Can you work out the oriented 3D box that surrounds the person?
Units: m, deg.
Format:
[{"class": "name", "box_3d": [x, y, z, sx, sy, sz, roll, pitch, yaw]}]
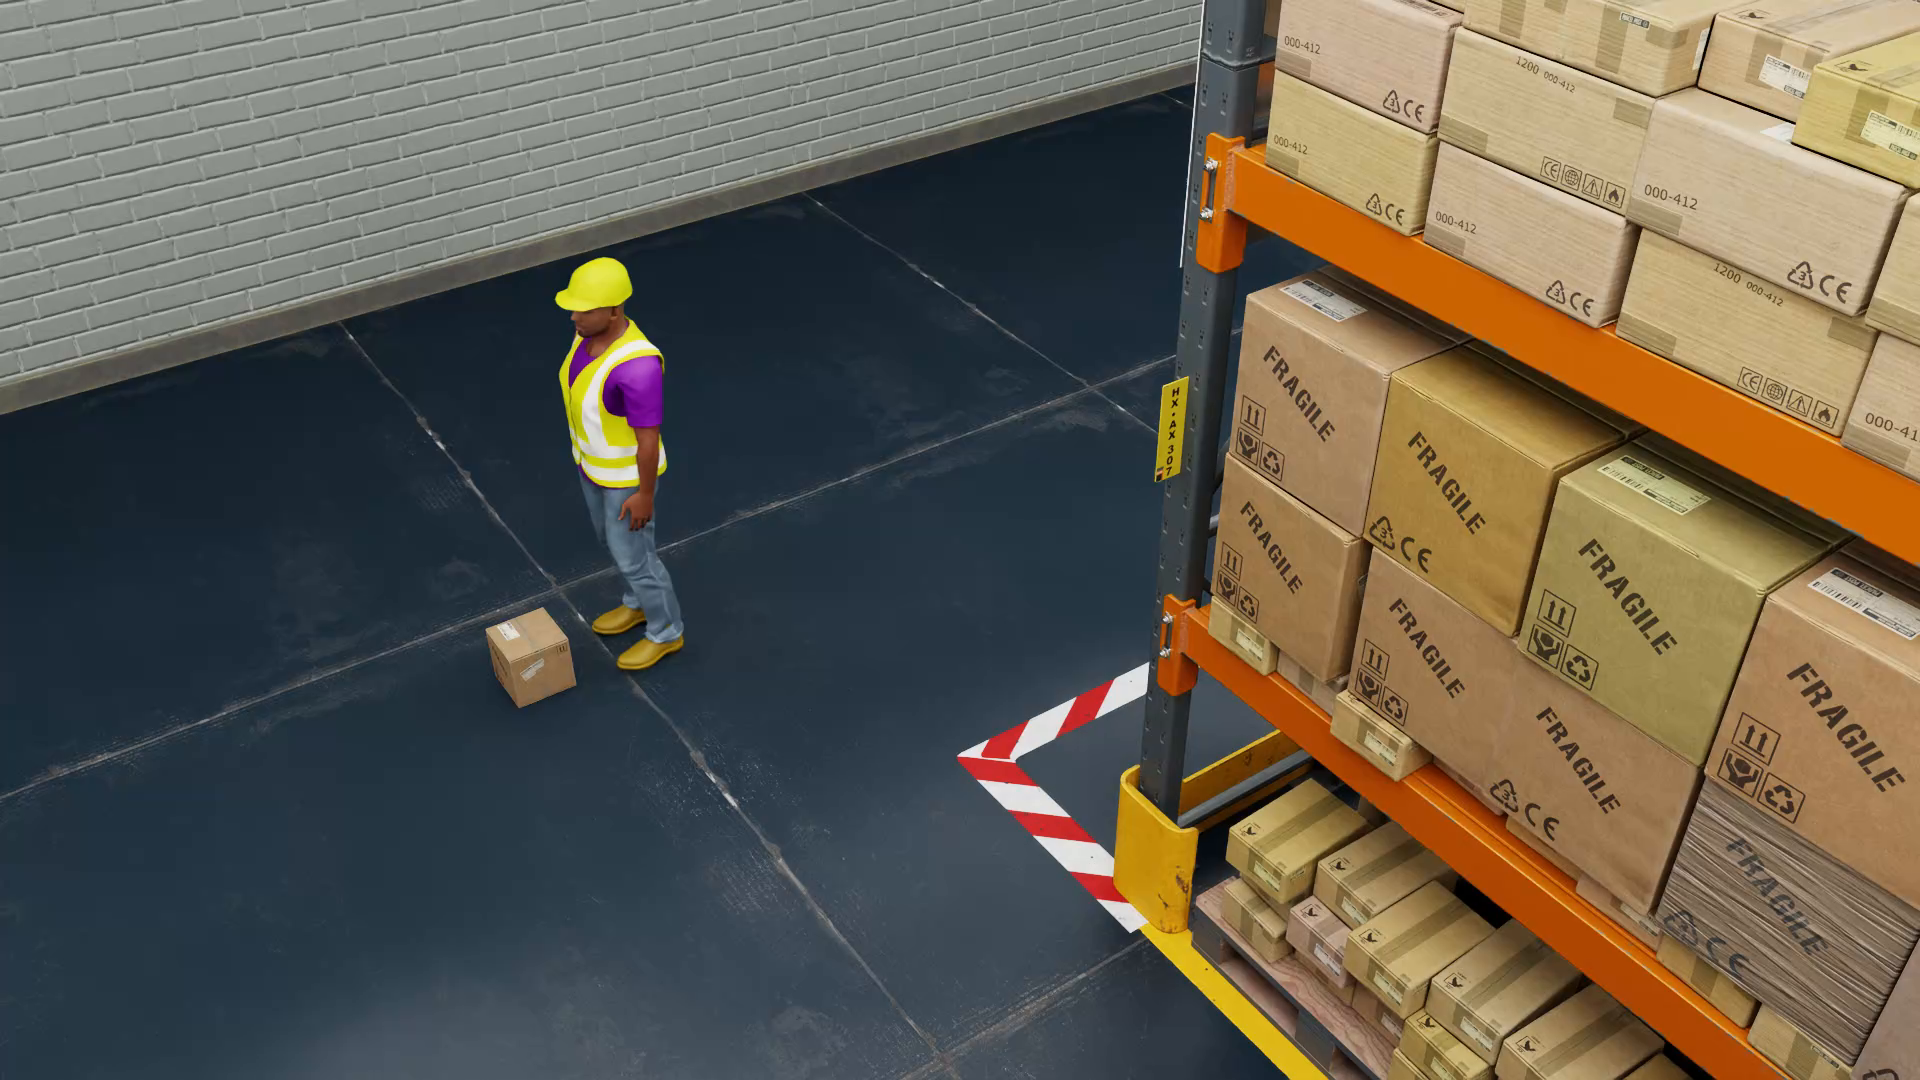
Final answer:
[{"class": "person", "box_3d": [-1.336, -0.291, 6.530, 0.362, 1.761, 0.563, -22, 41, -27]}]
